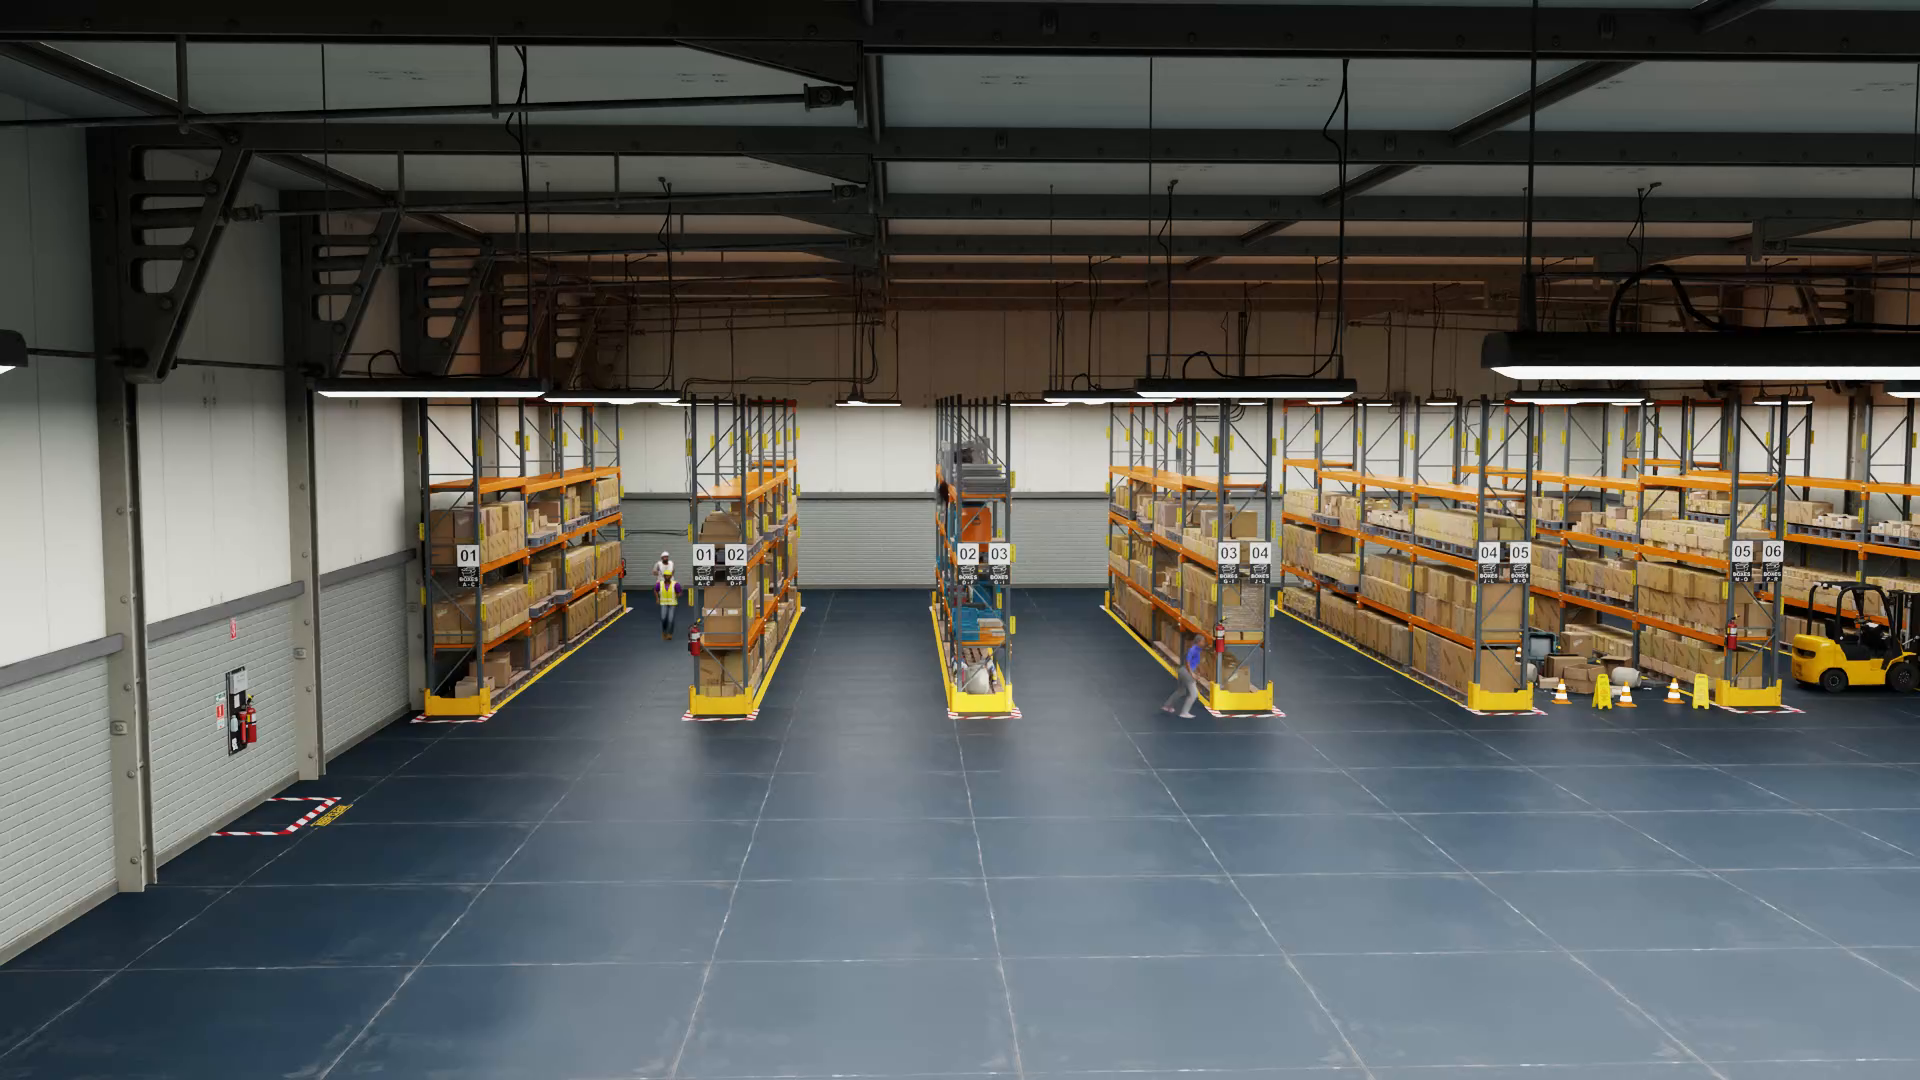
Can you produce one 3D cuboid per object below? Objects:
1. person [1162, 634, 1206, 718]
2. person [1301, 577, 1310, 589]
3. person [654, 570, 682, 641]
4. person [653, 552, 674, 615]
[{"bbox_3d":[4.169,2.522,30.904,0.807,1.578,0.611,1,5,8],"label":"person"},{"bbox_3d":[10.184,1.138,49.353,0.927,1.415,0.587,-4,6,-40],"label":"person"},{"bbox_3d":[-7.225,1.619,41.091,0.712,1.754,0.671,0,5,-3],"label":"person"},{"bbox_3d":[-8.140,1.248,45.767,0.642,1.849,0.774,-2,5,-19],"label":"person"}]
